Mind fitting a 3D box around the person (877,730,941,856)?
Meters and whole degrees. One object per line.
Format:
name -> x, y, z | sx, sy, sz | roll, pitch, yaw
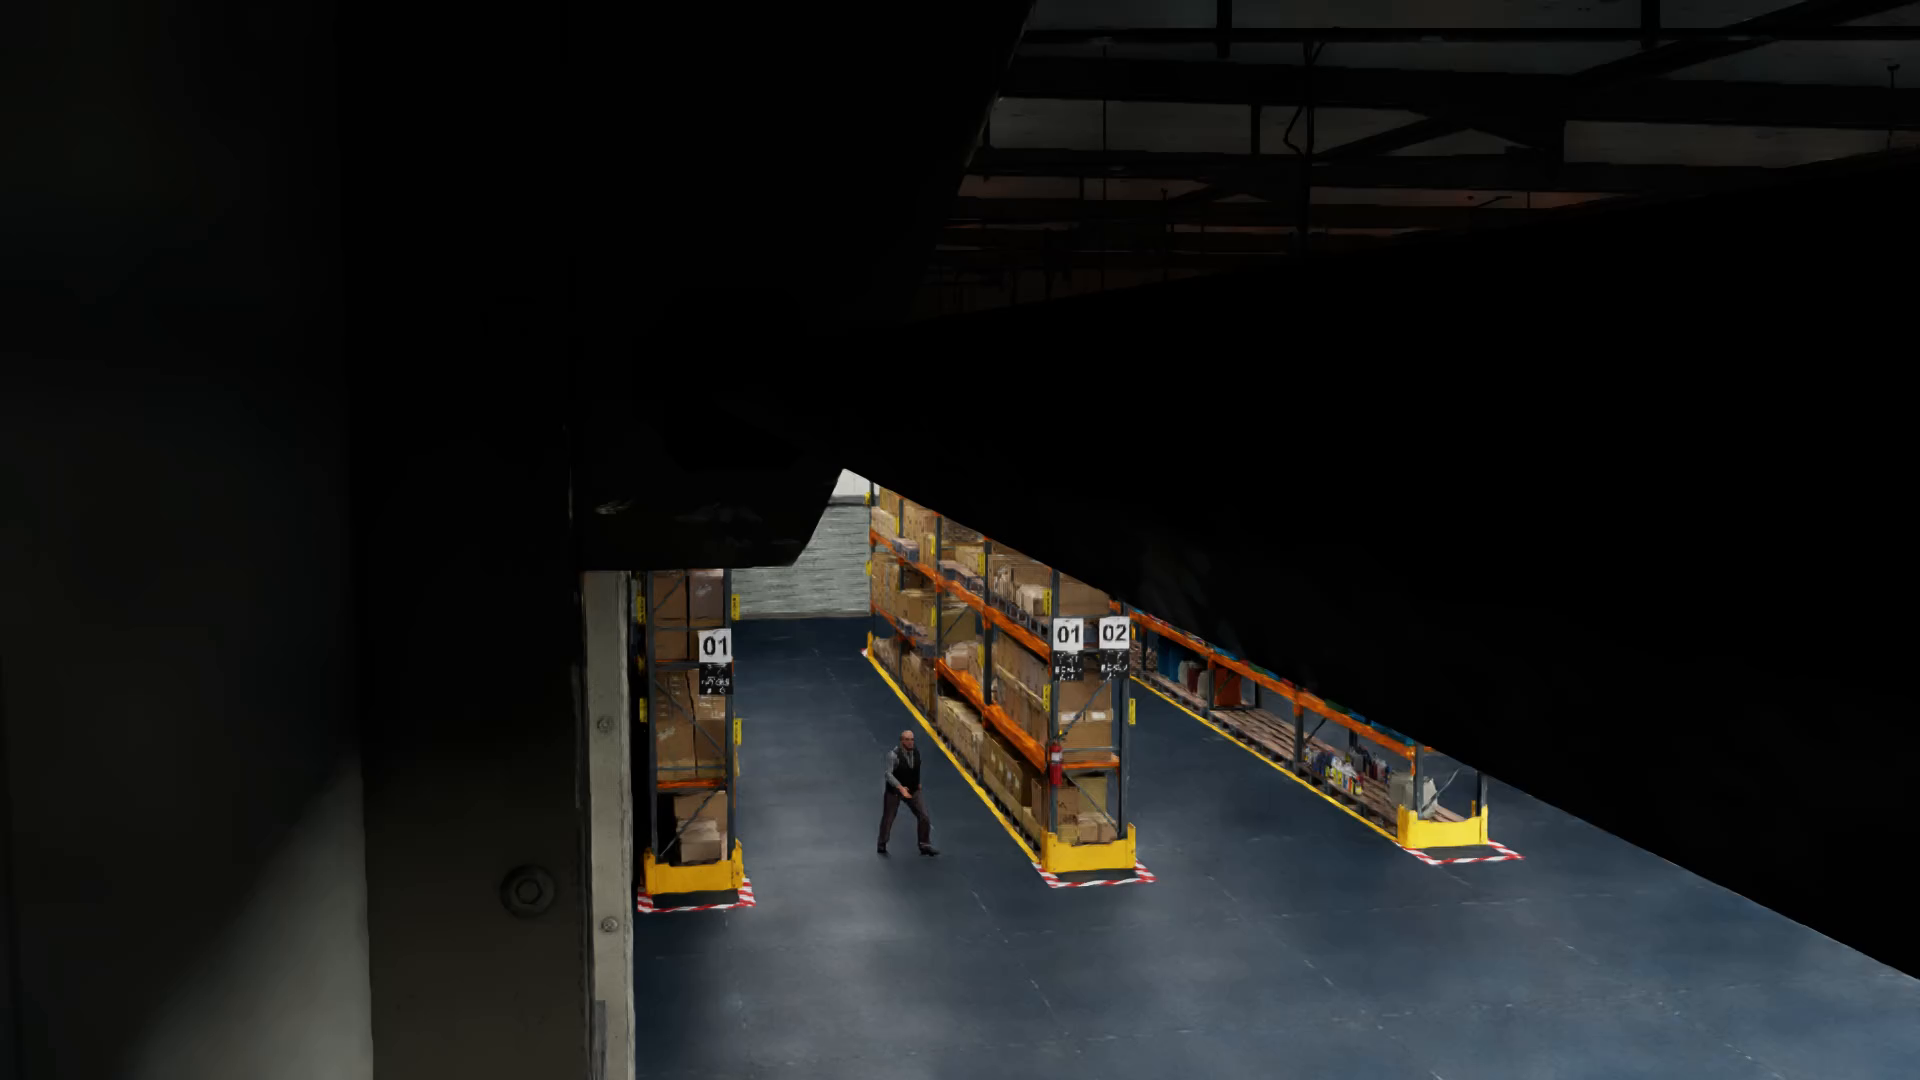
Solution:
person -> -0.727, 3.251, 21.534 | 0.680, 1.653, 0.815 | -4, 7, -30
